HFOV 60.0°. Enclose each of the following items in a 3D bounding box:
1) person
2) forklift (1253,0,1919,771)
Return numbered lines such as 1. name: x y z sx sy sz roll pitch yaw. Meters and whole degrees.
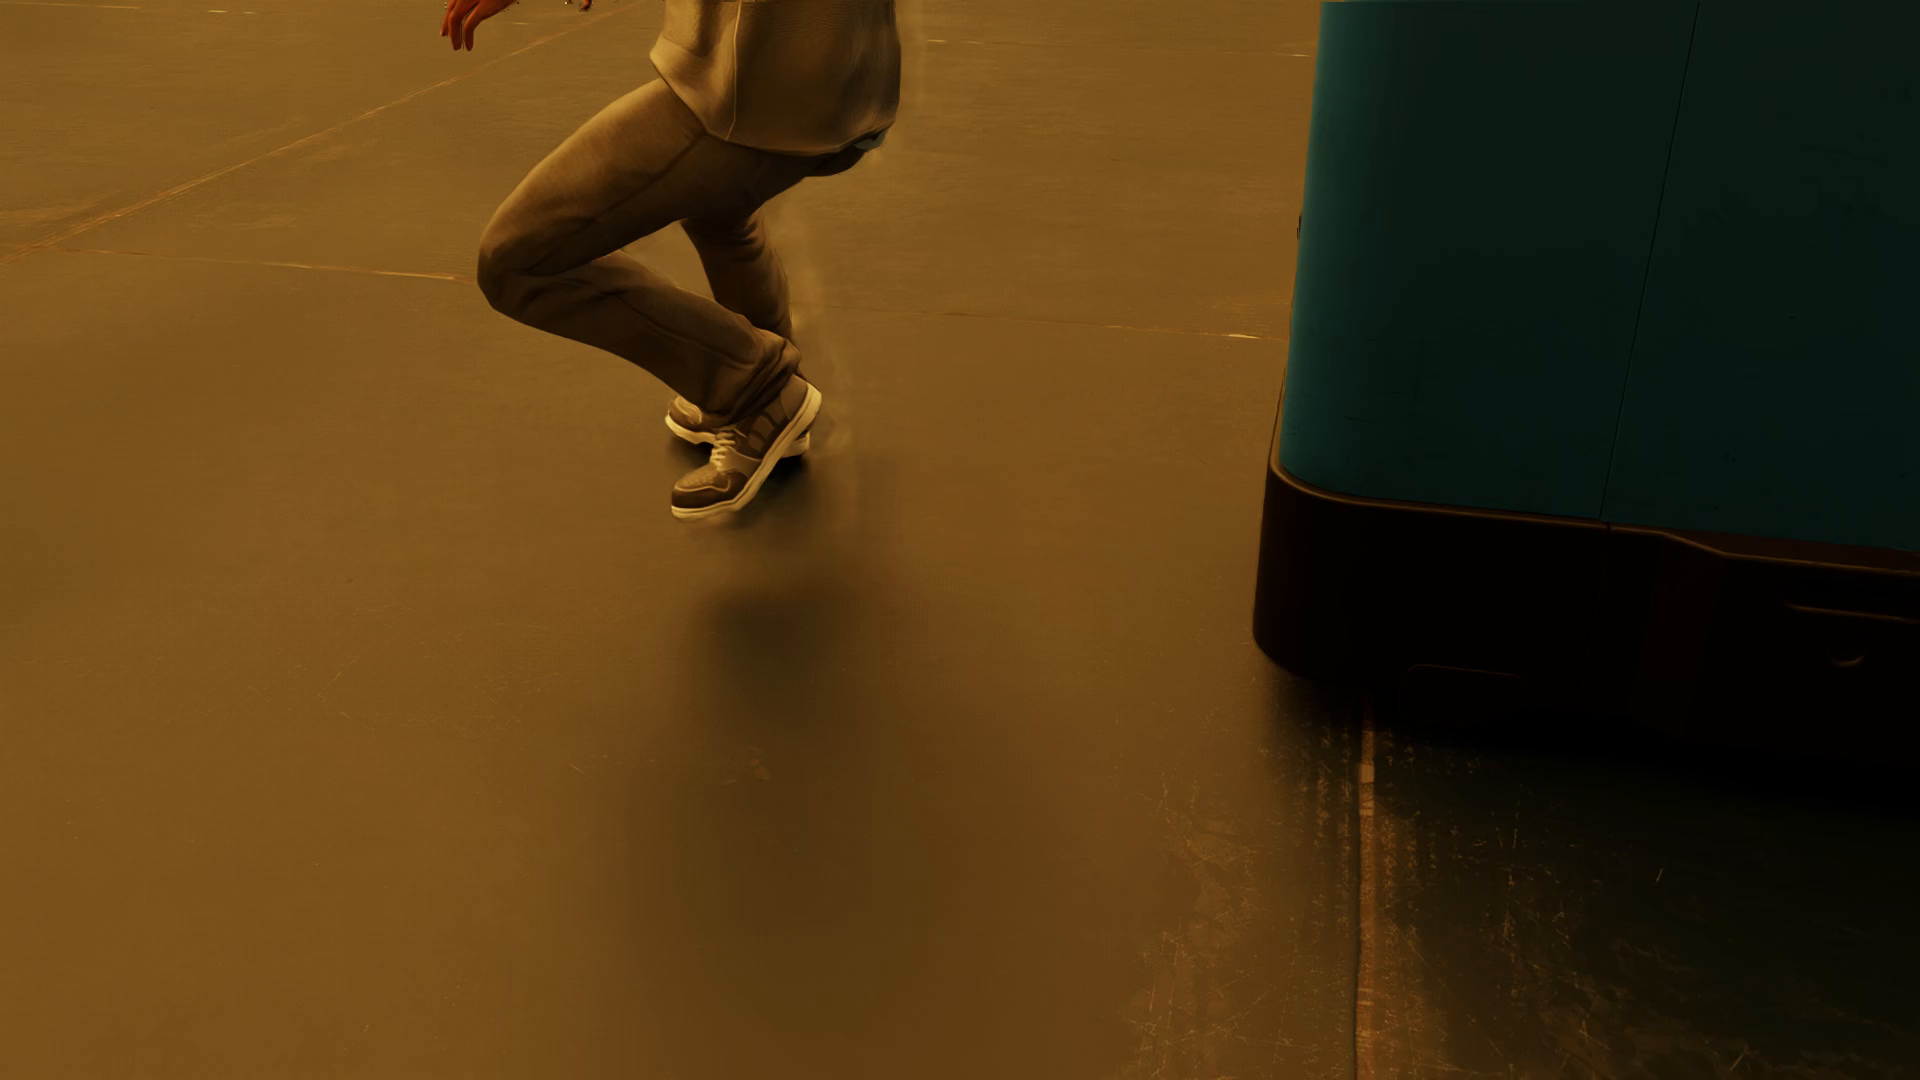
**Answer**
1. person: -0.362 -0.654 2.204 0.639 1.420 0.701 10 28 19
2. forklift: 1.943 -1.154 1.533 3.031 2.935 1.130 6 27 12
